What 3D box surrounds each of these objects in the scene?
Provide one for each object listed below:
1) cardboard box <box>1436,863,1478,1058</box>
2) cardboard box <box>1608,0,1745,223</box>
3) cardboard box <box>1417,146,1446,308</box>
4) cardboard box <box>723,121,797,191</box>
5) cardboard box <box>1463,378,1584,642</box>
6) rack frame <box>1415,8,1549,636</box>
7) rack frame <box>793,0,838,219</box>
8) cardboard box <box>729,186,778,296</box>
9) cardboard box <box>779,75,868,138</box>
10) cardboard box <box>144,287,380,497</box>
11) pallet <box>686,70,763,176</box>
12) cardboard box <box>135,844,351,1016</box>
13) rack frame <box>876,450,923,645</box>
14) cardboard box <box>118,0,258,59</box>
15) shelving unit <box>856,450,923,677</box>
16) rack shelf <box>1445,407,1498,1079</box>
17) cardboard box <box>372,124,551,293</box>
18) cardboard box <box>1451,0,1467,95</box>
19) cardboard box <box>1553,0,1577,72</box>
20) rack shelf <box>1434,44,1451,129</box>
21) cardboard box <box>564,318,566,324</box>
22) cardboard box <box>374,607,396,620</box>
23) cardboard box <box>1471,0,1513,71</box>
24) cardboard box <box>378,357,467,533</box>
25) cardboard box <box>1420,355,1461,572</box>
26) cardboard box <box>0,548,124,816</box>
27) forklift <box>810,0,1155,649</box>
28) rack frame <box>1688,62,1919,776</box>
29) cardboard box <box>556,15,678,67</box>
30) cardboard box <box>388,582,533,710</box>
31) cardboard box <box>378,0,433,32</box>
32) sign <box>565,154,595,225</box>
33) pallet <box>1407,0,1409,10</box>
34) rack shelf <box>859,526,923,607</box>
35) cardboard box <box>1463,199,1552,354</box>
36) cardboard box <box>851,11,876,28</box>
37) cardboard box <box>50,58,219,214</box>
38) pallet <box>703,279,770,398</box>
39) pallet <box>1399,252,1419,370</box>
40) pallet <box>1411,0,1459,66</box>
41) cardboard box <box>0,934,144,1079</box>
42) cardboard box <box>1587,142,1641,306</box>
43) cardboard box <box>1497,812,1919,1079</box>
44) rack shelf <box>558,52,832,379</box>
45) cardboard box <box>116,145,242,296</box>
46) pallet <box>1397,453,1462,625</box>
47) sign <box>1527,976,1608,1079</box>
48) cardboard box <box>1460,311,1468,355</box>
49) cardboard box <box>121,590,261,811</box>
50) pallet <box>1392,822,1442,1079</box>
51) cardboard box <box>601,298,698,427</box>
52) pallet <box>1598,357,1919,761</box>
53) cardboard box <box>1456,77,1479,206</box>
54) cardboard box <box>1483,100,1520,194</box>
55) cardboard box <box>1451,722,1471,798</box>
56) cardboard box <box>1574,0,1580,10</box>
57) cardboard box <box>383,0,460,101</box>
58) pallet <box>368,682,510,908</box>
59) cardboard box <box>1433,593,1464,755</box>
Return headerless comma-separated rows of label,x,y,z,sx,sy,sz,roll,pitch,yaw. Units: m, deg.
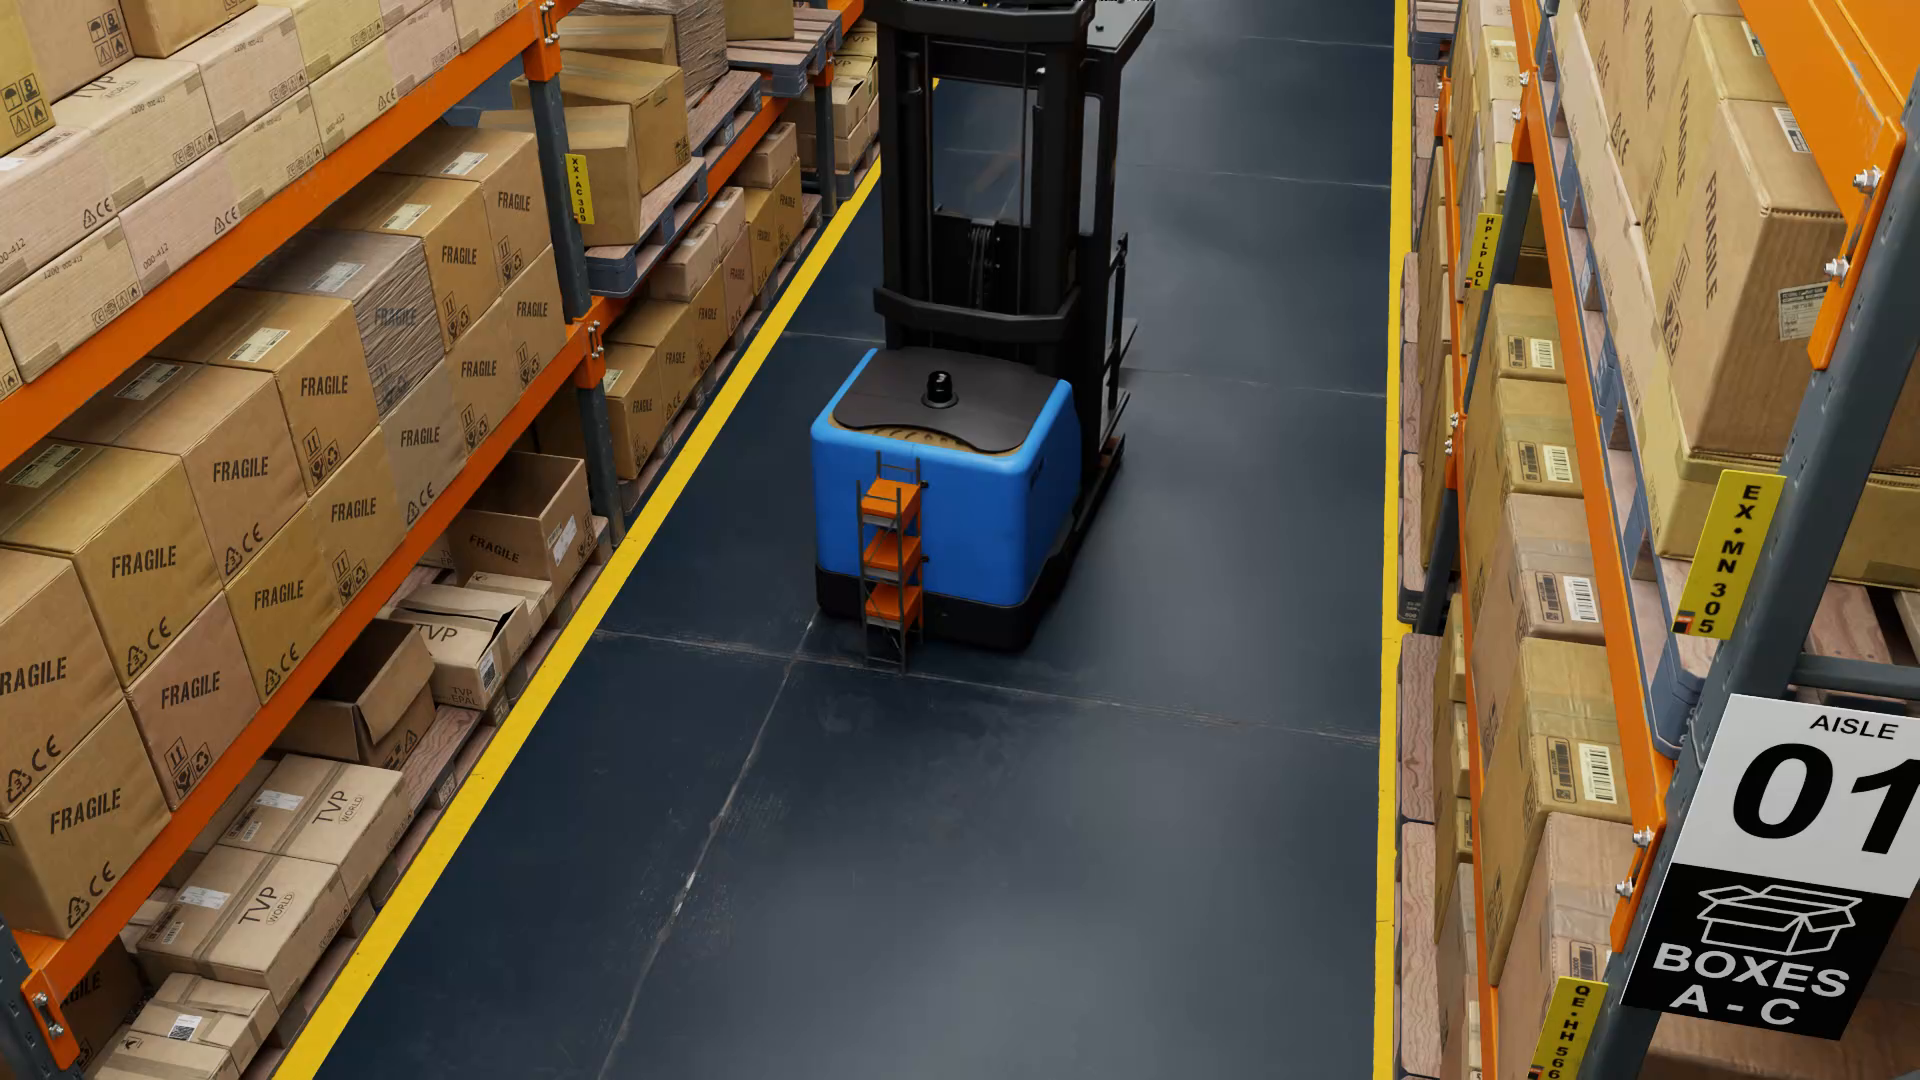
cardboard box,2.032,1.498,5.669,0.700,0.500,0.500,6,36,8
cardboard box,1.877,-1.062,3.919,0.500,0.500,0.500,6,36,8
cardboard box,3.190,-1.835,9.970,0.750,0.750,0.750,7,36,9
cardboard box,-1.343,-2.431,10.434,0.500,0.250,0.500,9,37,12
cardboard box,2.328,-0.042,5.767,0.980,0.700,0.700,6,36,9
rack frame,2.621,-0.648,6.858,1.000,3.000,0.127,7,37,10
rack frame,-1.365,-3.560,10.876,1.000,3.000,0.127,7,37,10
cardboard box,-1.446,-1.863,10.290,0.500,0.500,0.500,6,36,8
cardboard box,-0.966,-3.107,11.758,0.500,0.311,0.500,9,37,12
cardboard box,-2.398,-0.518,5.742,0.500,0.500,0.500,7,37,10
pallet,-1.776,-2.367,9.393,1.003,0.211,1.213,7,37,10
cardboard box,-2.573,1.399,6.002,0.500,0.250,0.500,7,37,10
rack frame,-0.270,0.051,7.555,0.200,1.050,0.008,11,37,15
cardboard box,-2.590,-1.781,4.928,0.700,0.500,0.500,7,37,10
shelving unit,-0.309,0.119,7.462,0.215,1.050,0.252,11,37,15
rack shelf,2.194,0.790,5.487,1.077,0.370,4.000,7,37,10
cardboard box,-2.074,-1.389,6.944,0.500,0.500,0.500,7,37,10
cardboard box,3.122,-2.864,9.559,0.500,0.500,0.500,8,37,11
cardboard box,2.216,-1.649,5.368,0.500,0.250,0.500,7,37,10
rack shelf,3.903,-3.796,11.815,1.077,0.370,4.000,7,37,10
cardboard box,-2.280,-1.034,9.146,0.500,0.500,0.500,7,37,10
cardboard box,-2.695,0.413,7.433,0.380,0.166,0.250,7,37,10
cardboard box,2.910,-2.590,8.543,0.500,0.250,0.500,8,37,10
cardboard box,-2.291,-0.398,6.428,0.500,0.500,0.500,8,37,11
cardboard box,2.633,-0.336,7.902,0.750,0.750,0.750,8,37,11
cardboard box,-2.721,0.360,4.530,0.500,0.500,0.500,8,37,11
forklift,0.262,-1.549,8.159,1.130,2.935,3.031,11,37,15
rack frame,1.767,-0.784,1.933,1.000,3.000,0.127,7,37,10
cardboard box,-1.902,-2.498,8.967,0.700,0.500,0.500,-1,36,-2
cardboard box,-2.224,0.436,7.279,0.500,0.311,0.500,7,37,10
cardboard box,-2.168,-2.024,5.902,0.500,0.250,0.500,7,37,10
sign,-1.687,-1.553,7.370,0.100,0.325,0.005,7,37,10
pallet,4.697,-5.196,15.510,1.003,0.211,1.213,7,37,10
rack shelf,-0.309,0.127,7.468,0.215,0.259,0.240,11,37,15
cardboard box,2.473,-1.113,7.144,0.500,0.500,0.500,7,36,9
cardboard box,-0.642,-3.996,12.985,0.500,0.311,0.500,7,36,9
cardboard box,-2.495,-1.165,4.717,0.500,0.250,0.500,7,37,10
pallet,-1.824,-1.310,10.148,1.003,0.211,1.213,7,37,10
pallet,3.233,-1.369,10.230,1.003,0.211,1.213,7,37,10
pallet,3.524,-3.285,10.660,1.213,0.211,1.003,7,37,10
cardboard box,-3.198,1.518,5.625,0.500,0.500,0.500,7,37,10
cardboard box,1.880,-0.770,4.155,0.500,0.250,0.500,6,36,9
cardboard box,1.866,1.230,4.011,0.980,0.700,0.700,9,37,12
rack shelf,-1.792,-2.122,9.505,1.077,0.370,4.000,7,37,10
cardboard box,-2.491,-0.962,4.863,0.500,0.250,0.500,7,37,10
pallet,2.712,0.030,8.300,1.003,0.211,1.213,7,37,10
sign,1.240,1.005,3.389,0.100,0.325,0.005,7,37,10
cardboard box,2.448,-0.931,7.446,0.380,0.149,0.250,8,37,11
cardboard box,-2.616,0.468,5.233,0.500,0.500,0.500,7,37,10
pallet,2.124,1.609,6.120,1.003,0.211,1.213,7,37,10
cardboard box,-1.775,-0.986,9.080,0.500,0.500,0.500,8,37,11
pallet,1.915,0.040,3.428,1.003,0.211,1.213,7,37,10
cardboard box,2.790,-1.981,8.341,0.500,0.500,0.500,8,37,11
cardboard box,2.590,-1.712,7.332,0.500,0.250,0.500,8,37,11
cardboard box,1.998,0.820,6.052,0.380,0.149,0.250,6,36,9
cardboard box,2.195,-1.942,5.133,0.500,0.500,0.500,7,37,10
cardboard box,-2.180,-1.823,6.051,0.500,0.250,0.500,7,37,10
pallet,-2.625,0.958,7.019,1.003,0.211,1.213,7,37,10
cardboard box,2.361,0.610,6.894,0.700,0.500,0.500,8,37,11
